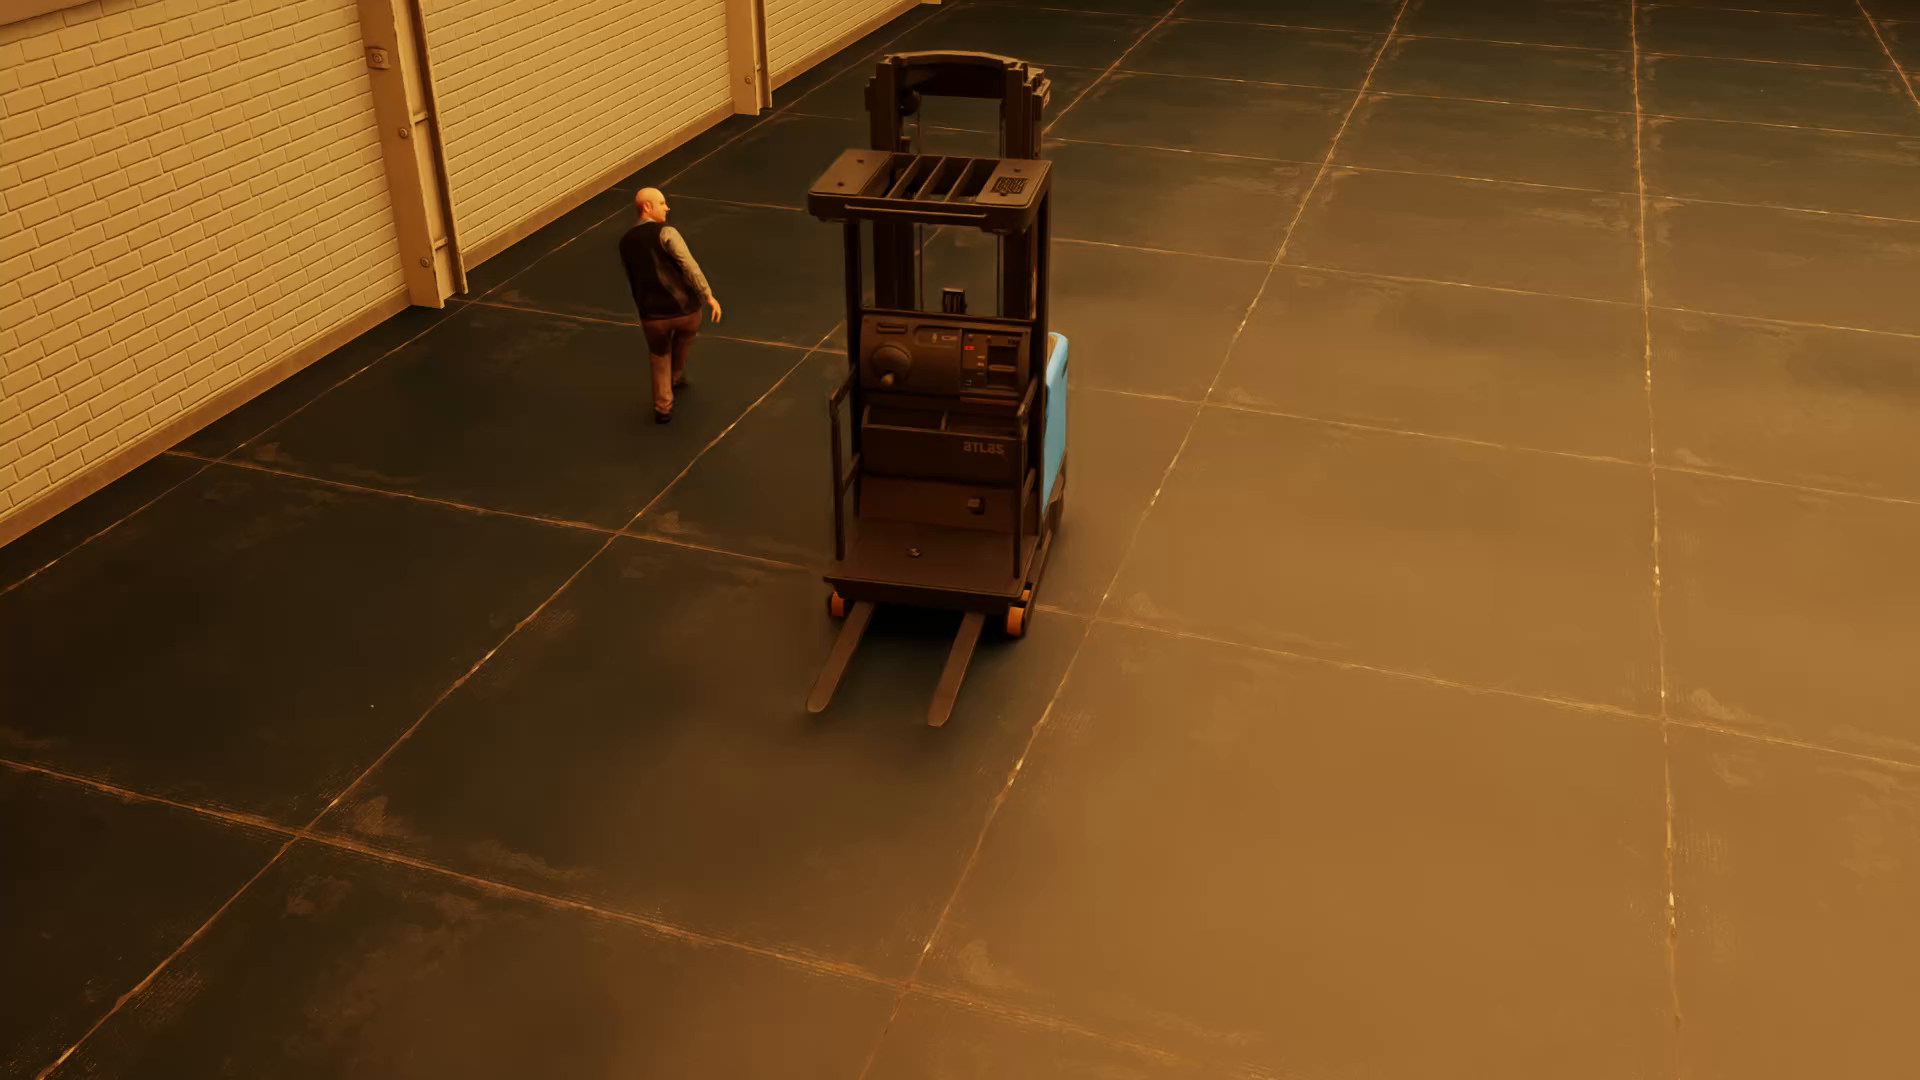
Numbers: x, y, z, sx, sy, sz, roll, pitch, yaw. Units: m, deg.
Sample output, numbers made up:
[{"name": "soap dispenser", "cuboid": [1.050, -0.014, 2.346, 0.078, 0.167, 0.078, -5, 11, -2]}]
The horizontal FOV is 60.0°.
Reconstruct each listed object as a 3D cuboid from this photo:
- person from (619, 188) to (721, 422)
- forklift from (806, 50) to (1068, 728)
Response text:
[{"name": "person", "cuboid": [-1.939, -1.652, 11.435, 0.748, 1.567, 0.762, 3, 30, 5]}, {"name": "forklift", "cuboid": [-0.122, -0.941, 8.787, 1.130, 2.935, 3.031, 6, 30, 10]}]
